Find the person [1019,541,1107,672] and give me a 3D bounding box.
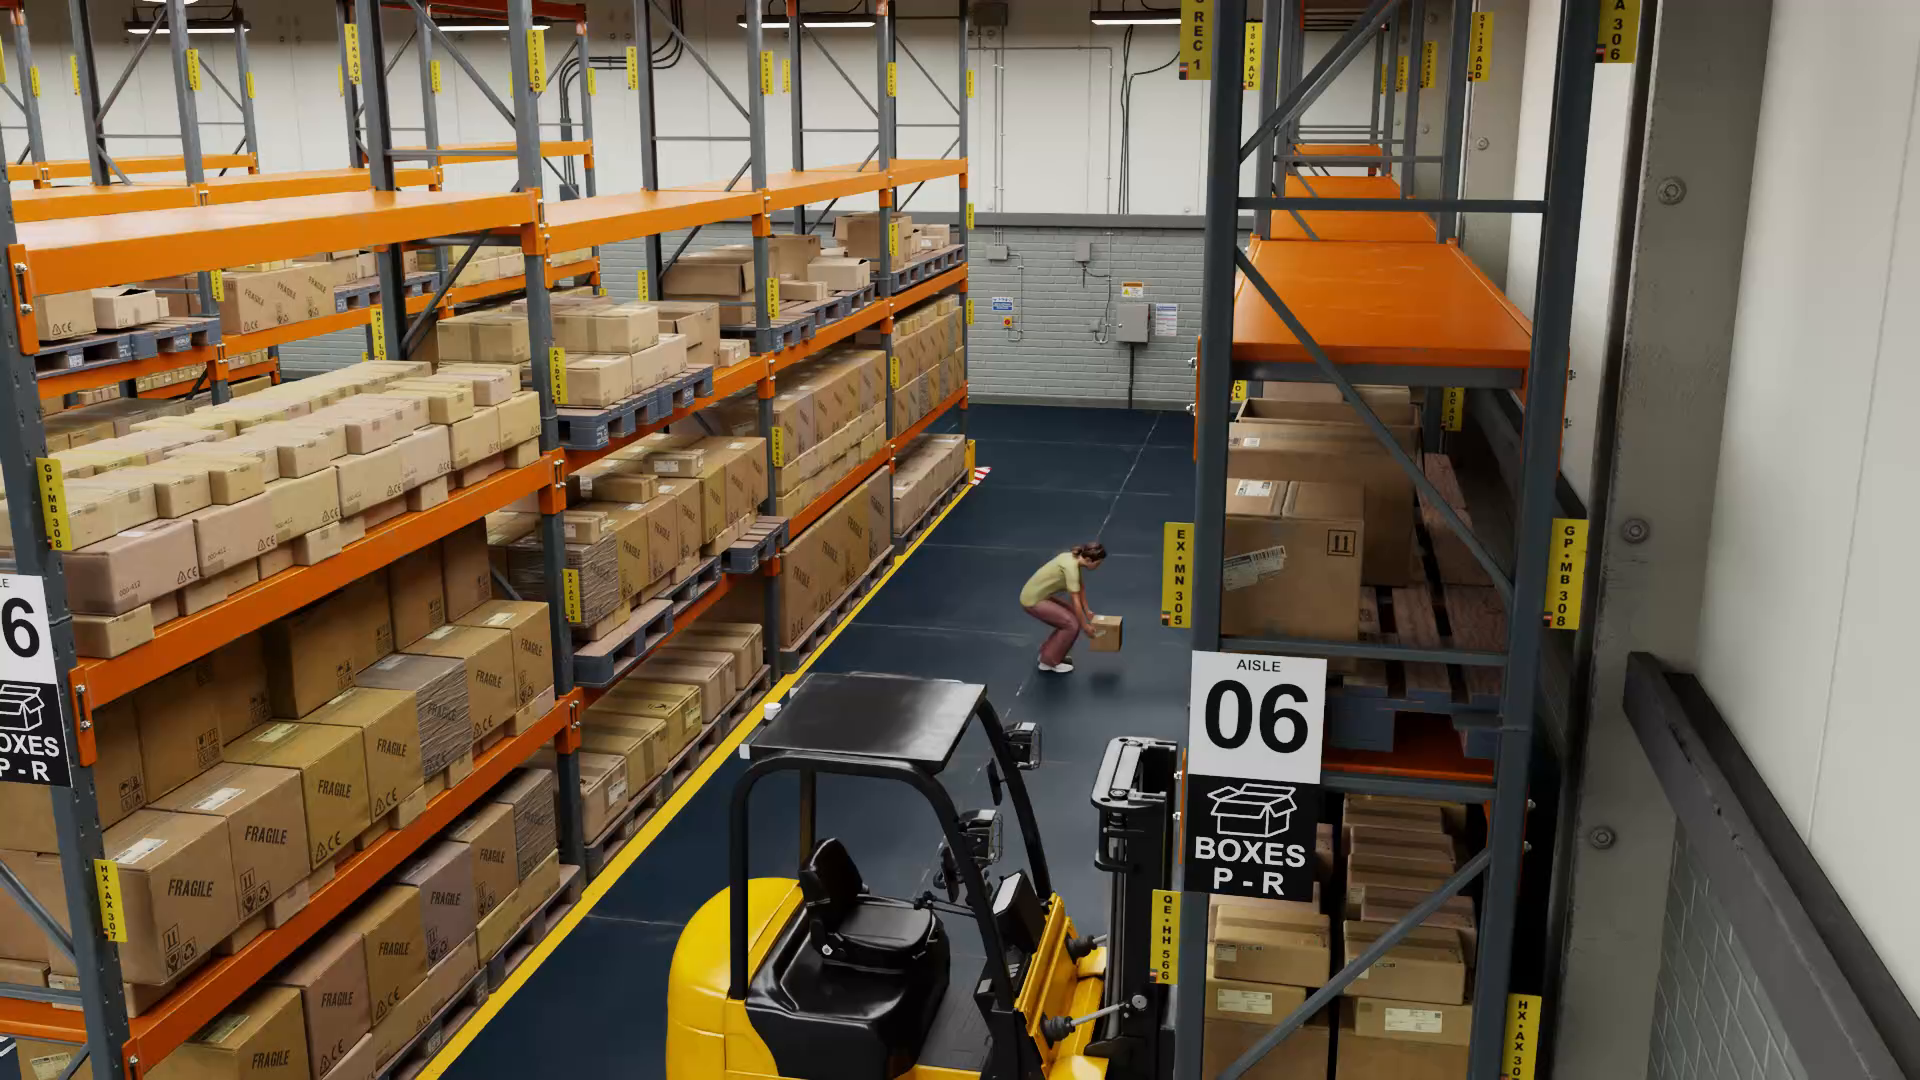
[{"bbox_3d":[0.896,0.551,14.475,0.740,1.142,0.502,3,15,11],"label":"person"}]
